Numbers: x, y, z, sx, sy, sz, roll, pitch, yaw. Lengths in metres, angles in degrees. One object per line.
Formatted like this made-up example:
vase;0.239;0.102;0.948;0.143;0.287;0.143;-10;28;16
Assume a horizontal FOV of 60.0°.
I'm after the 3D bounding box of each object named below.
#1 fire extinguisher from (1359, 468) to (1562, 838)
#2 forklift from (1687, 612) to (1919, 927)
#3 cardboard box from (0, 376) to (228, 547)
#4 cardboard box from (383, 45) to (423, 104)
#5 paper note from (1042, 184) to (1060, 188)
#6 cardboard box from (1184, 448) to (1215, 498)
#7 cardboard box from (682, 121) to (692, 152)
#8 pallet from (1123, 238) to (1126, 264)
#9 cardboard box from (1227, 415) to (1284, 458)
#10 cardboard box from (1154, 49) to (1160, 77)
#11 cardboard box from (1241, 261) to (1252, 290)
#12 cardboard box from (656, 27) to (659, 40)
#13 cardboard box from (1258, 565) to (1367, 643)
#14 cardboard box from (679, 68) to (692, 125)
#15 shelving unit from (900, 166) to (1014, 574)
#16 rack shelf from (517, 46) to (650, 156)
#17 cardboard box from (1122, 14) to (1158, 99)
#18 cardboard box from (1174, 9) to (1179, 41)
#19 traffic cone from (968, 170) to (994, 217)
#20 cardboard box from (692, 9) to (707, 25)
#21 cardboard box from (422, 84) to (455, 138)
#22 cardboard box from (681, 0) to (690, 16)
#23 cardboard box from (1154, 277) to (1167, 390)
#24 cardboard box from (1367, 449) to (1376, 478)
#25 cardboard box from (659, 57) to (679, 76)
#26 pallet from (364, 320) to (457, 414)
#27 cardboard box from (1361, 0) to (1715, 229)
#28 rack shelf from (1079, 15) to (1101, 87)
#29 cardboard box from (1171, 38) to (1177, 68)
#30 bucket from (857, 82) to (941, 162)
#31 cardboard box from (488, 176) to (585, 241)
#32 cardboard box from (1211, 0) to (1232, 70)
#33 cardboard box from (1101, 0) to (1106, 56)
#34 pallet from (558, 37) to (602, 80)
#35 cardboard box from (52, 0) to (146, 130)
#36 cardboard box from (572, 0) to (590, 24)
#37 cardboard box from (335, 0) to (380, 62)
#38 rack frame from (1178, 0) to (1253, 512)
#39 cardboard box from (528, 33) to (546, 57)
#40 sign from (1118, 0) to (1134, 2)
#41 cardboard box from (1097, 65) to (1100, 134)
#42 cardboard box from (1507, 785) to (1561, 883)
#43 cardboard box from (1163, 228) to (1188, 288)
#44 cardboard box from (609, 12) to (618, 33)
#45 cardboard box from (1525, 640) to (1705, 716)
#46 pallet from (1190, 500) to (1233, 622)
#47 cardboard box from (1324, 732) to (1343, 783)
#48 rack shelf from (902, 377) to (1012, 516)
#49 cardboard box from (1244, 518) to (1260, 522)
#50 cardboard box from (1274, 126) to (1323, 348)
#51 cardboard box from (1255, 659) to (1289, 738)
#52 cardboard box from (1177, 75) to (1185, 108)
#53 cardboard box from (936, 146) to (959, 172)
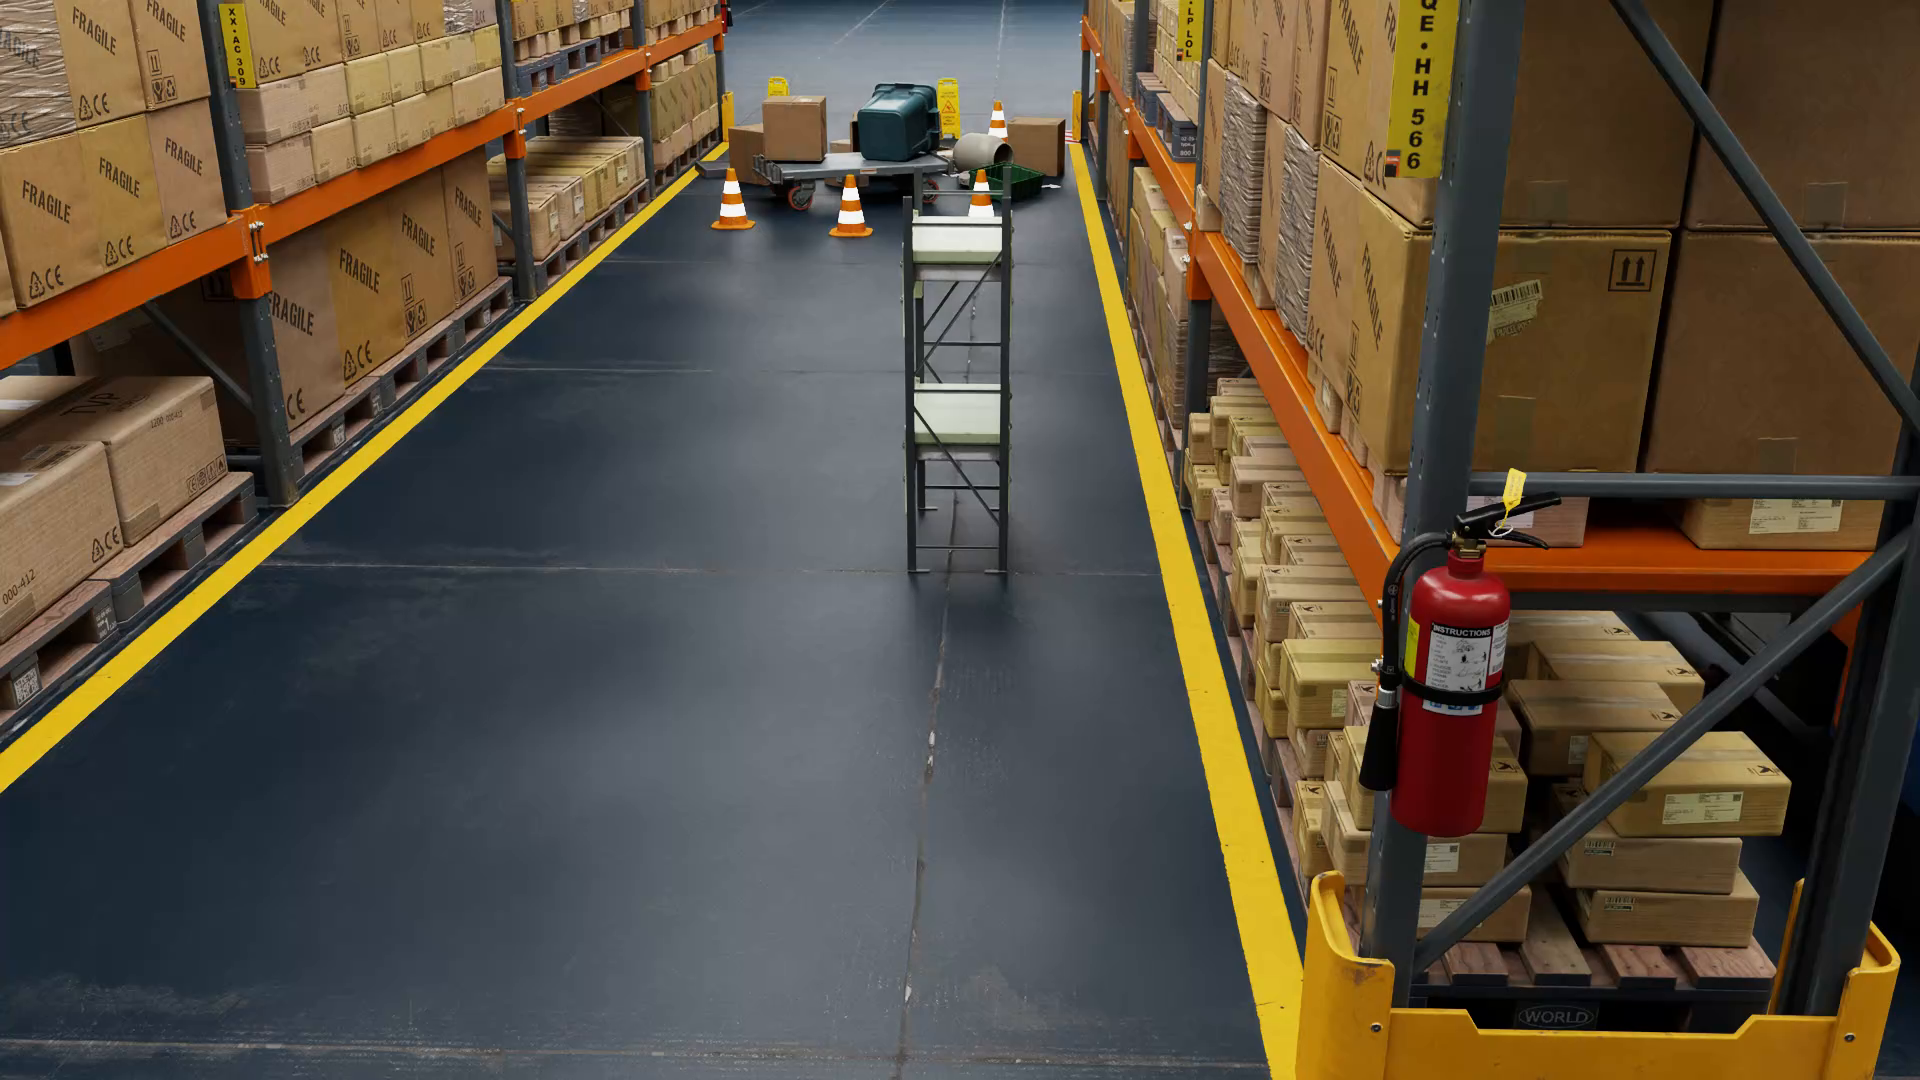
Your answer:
fire extinguisher;0.888;0.202;2.985;0.296;0.674;0.183;1;21;2
forklift;2.970;-0.691;4.758;1.130;2.935;3.031;-1;21;-2
cardboard box;-3.599;-0.334;6.704;0.875;0.438;0.875;0;21;1
cardboard box;-3.134;-2.432;8.665;0.500;0.250;0.500;0;21;0
paper note;0.837;-3.302;15.497;0.147;0.020;0.142;-16;26;-35
cardboard box;1.146;-0.279;6.962;0.380;0.149;0.250;0;21;-1
cardboard box;-2.923;-3.960;16.309;0.500;0.250;0.500;0;21;1
pallet;1.699;-1.971;11.817;1.003;0.211;1.213;1;21;2
cardboard box;1.235;-0.371;6.378;0.380;0.149;0.250;0;21;1
cardboard box;1.385;-2.906;10.138;0.380;0.149;0.250;0;21;1
cardboard box;1.166;-0.945;5.664;0.380;0.149;0.250;1;21;3
cardboard box;-2.966;-4.633;15.169;0.380;0.149;0.250;1;21;1
cardboard box;1.089;0.192;4.927;0.380;0.149;0.250;1;21;4
cardboard box;-2.919;-4.306;16.164;0.500;0.500;0.500;2;21;4
shelving unit;0.000;-0.702;6.764;0.431;1.500;0.755;1;21;2
rack shelf;-3.290;-3.393;12.620;1.077;0.370;4.000;1;21;2
cardboard box;1.345;-3.199;10.989;0.500;0.500;0.500;1;21;2
cardboard box;1.360;-2.798;9.039;0.380;0.149;0.250;2;21;4
traffic cone;0.171;-2.782;13.560;0.336;0.463;0.334;1;21;2
cardboard box;-2.809;-5.364;17.054;0.380;0.149;0.250;1;21;3
cardboard box;-3.138;-2.382;9.230;0.500;0.250;0.500;0;21;1
cardboard box;-2.921;-5.338;16.091;0.500;0.500;0.500;1;21;2
cardboard box;1.265;-1.027;8.404;0.500;0.500;0.500;0;21;0
cardboard box;1.129;-0.188;3.713;0.380;0.149;0.250;1;21;2
cardboard box;-2.864;-4.458;15.658;0.380;0.149;0.250;1;21;4
pallet;-3.490;-0.981;9.264;1.003;0.211;1.213;1;21;2
cardboard box;1.122;-0.914;3.306;0.500;0.500;0.500;0;21;1
rack shelf;1.782;-4.821;16.301;1.077;0.370;4.000;1;21;2
cardboard box;1.358;-2.656;9.082;0.380;0.149;0.250;1;21;2
bucket;-0.579;-3.690;14.817;0.726;0.611;0.620;8;33;20
cardboard box;-3.309;-2.447;12.240;0.950;0.372;0.625;0;21;1
cardboard box;1.221;-2.032;6.186;0.500;0.500;0.500;1;21;3
cardboard box;1.437;-4.293;13.807;0.500;0.500;0.500;1;21;2
pallet;-3.332;-3.632;12.507;1.003;0.211;1.213;1;21;2
cardboard box;-3.234;-1.714;5.780;0.500;0.500;0.500;0;21;1
cardboard box;-3.065;-4.107;12.338;0.500;0.500;0.500;0;21;0
cardboard box;-3.166;-2.593;8.044;0.500;0.500;0.500;0;21;0
rack frame;1.478;-1.541;6.853;1.000;3.000;0.127;1;21;2
cardboard box;-3.059;-3.399;11.410;0.380;0.149;0.250;-1;21;-2
sign;1.045;-3.532;10.383;0.100;0.325;0.005;1;21;2
cardboard box;1.864;-4.521;16.890;0.875;0.875;0.875;0;21;1
cardboard box;1.619;0.758;4.290;0.380;0.149;0.250;1;21;1
cardboard box;1.277;-1.378;8.273;0.500;0.250;0.500;2;21;4
cardboard box;-2.967;-4.152;13.349;0.380;0.149;0.250;0;21;1
cardboard box;1.736;0.385;4.427;0.380;0.149;0.250;1;21;1
pallet;1.493;0.003;6.730;1.003;0.211;1.213;1;21;2
cardboard box;1.149;0.612;4.253;0.380;0.149;0.250;0;21;0
rack shelf;0.000;-0.398;6.882;0.431;0.370;0.720;1;21;2
cardboard box;1.215;-0.041;5.936;0.380;0.149;0.250;2;21;4
cardboard box;1.140;-0.815;4.432;0.500;0.500;0.500;1;21;2
cardboard box;1.104;0.475;5.018;0.380;0.149;0.250;0;21;-1
cardboard box;1.337;-2.332;8.660;0.380;0.149;0.250;0;21;0
cardboard box;-0.067;-3.800;16.456;0.396;0.266;0.258;4;22;11
